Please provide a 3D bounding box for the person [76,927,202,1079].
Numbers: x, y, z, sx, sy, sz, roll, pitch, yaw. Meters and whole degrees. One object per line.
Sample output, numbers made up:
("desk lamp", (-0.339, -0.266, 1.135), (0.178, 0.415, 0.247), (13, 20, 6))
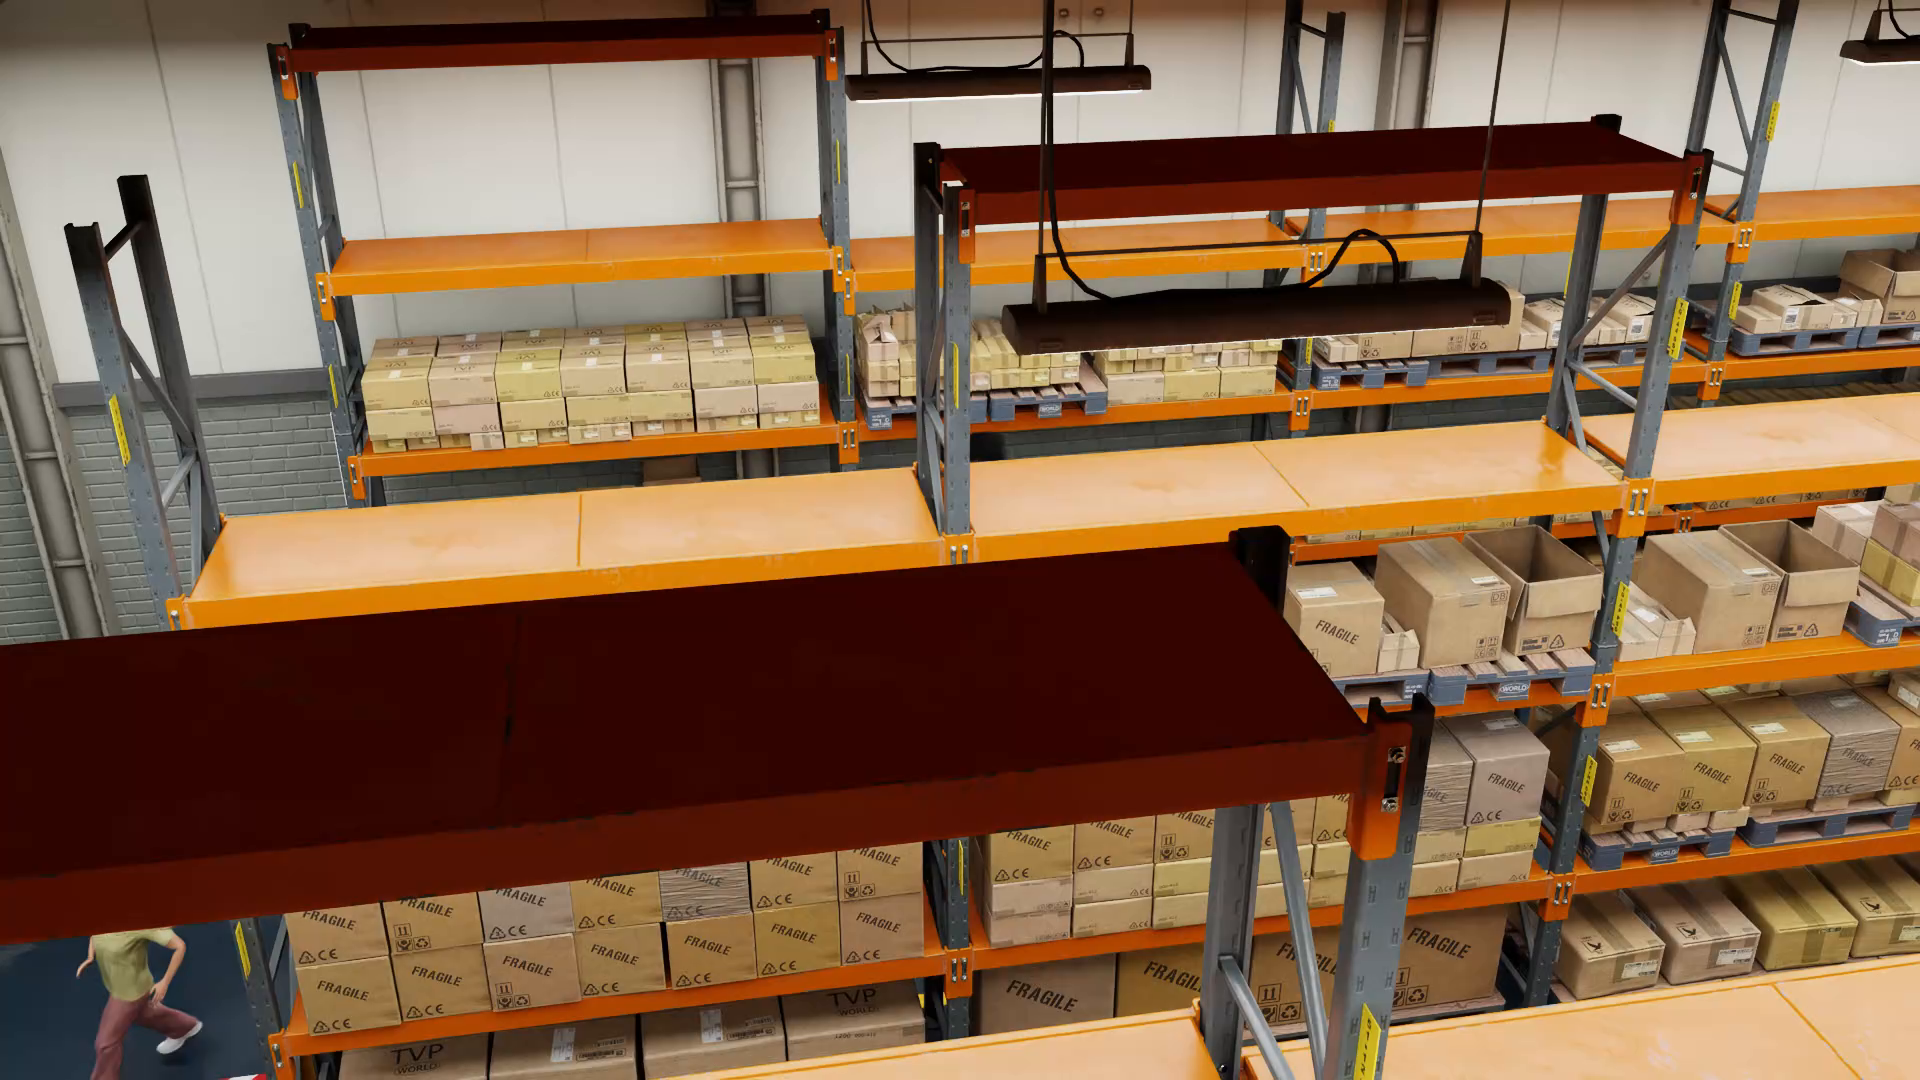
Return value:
("person", (-5.277, 2.842, 10.477), (0.620, 1.639, 0.928), (21, 33, 37))
